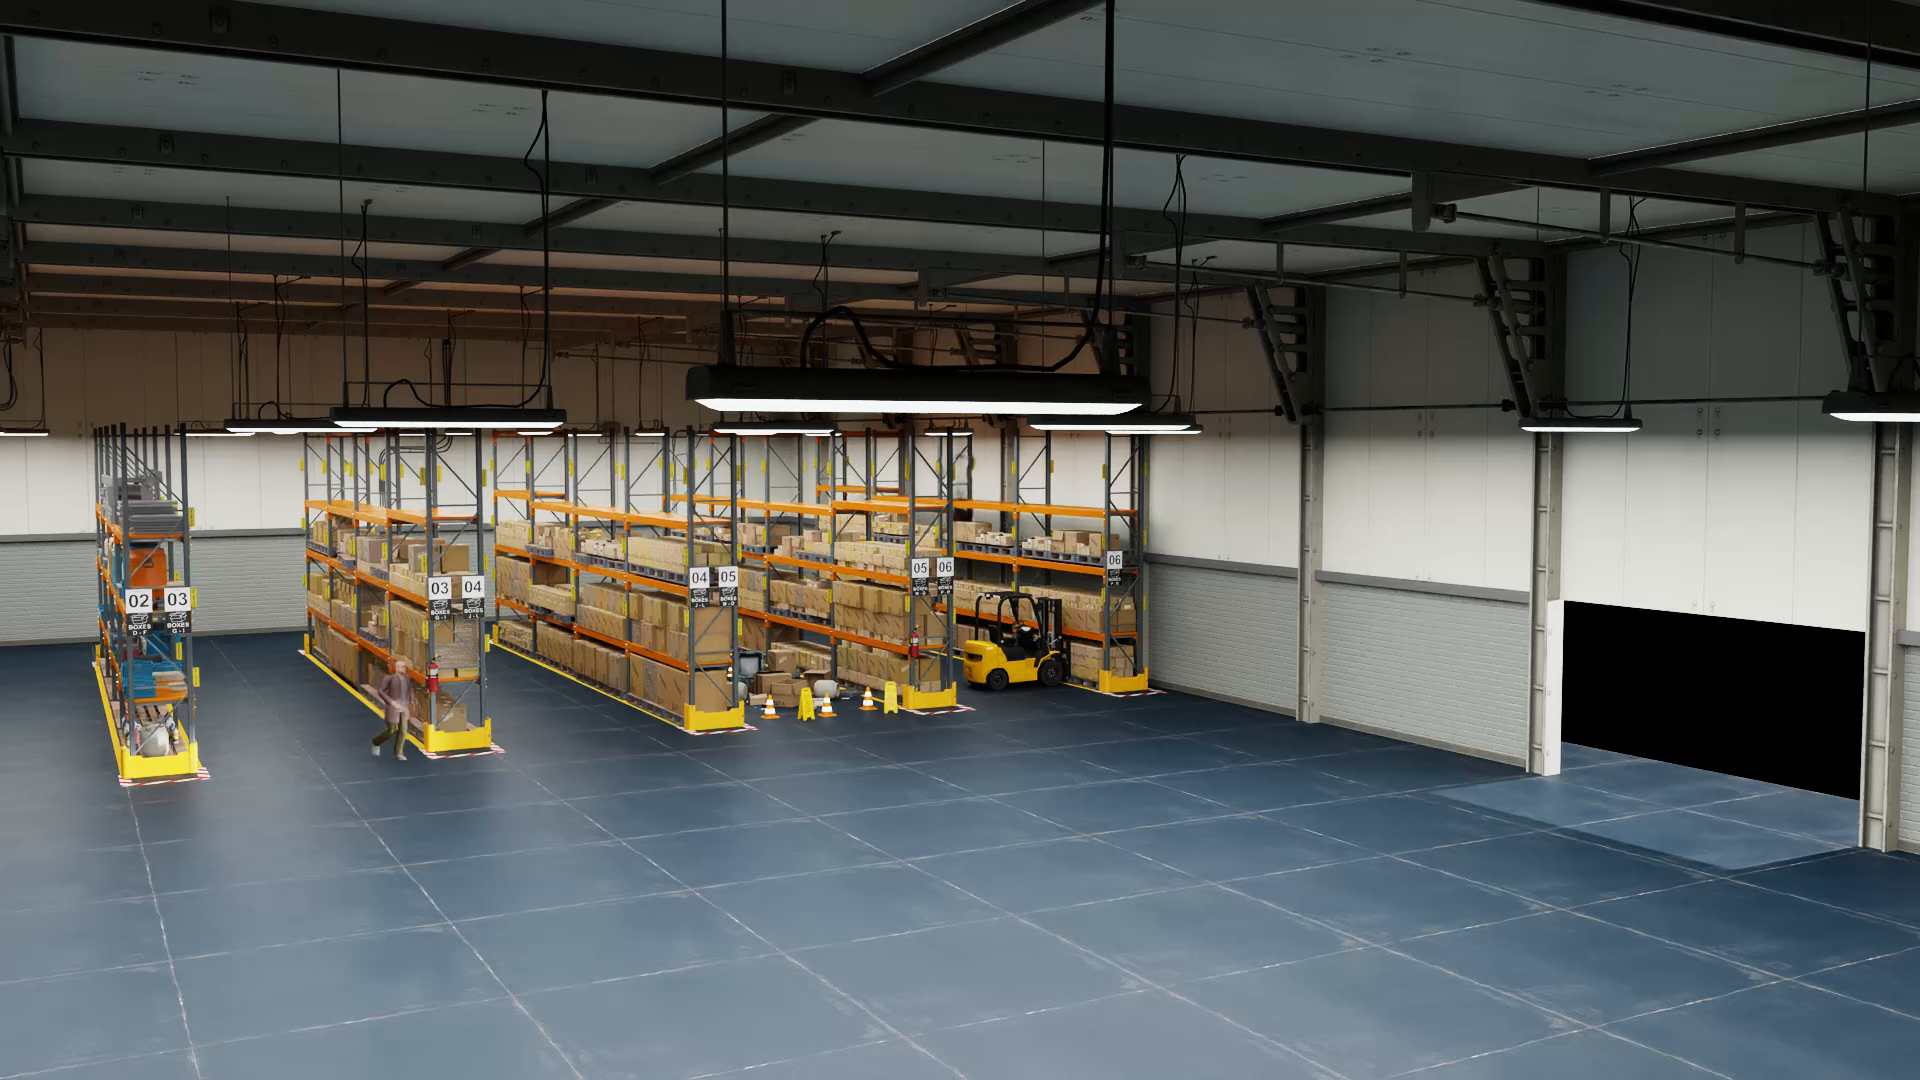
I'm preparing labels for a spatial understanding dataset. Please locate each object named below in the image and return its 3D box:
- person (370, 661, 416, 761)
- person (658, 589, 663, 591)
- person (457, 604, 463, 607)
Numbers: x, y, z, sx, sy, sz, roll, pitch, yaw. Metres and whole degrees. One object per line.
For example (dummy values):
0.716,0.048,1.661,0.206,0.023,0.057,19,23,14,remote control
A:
-10.099,3.038,29.873,0.880,1.740,0.769,2,4,34,person
-8.853,1.800,50.542,0.655,1.750,0.667,-1,4,-9,person
-13.864,2.136,45.737,0.623,1.659,0.494,-2,4,-30,person
